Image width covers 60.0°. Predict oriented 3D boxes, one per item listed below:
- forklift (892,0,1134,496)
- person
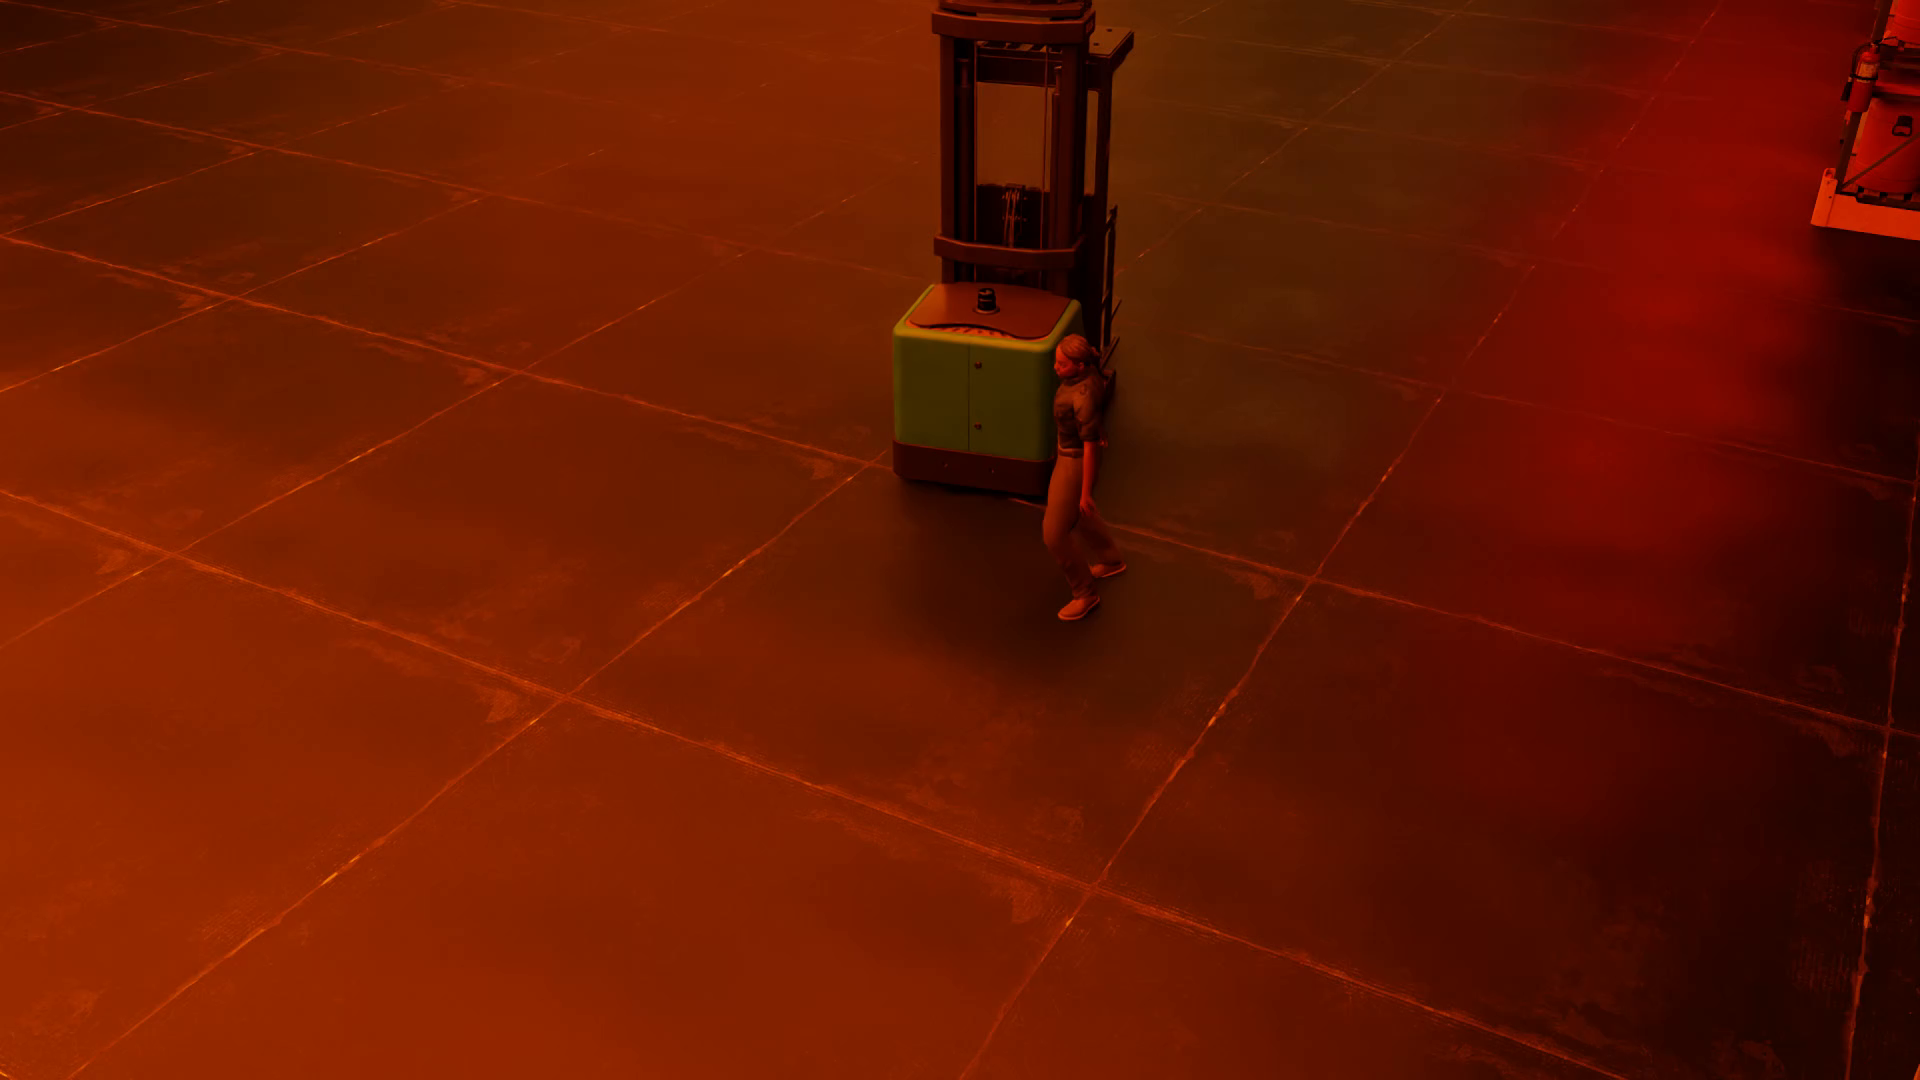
[{"bbox_3d":[0.481,-2.268,11.000,1.130,2.935,3.031,8,31,14],"label":"forklift"},{"bbox_3d":[0.717,-0.409,9.175,0.460,1.636,0.818,4,30,7],"label":"person"}]
